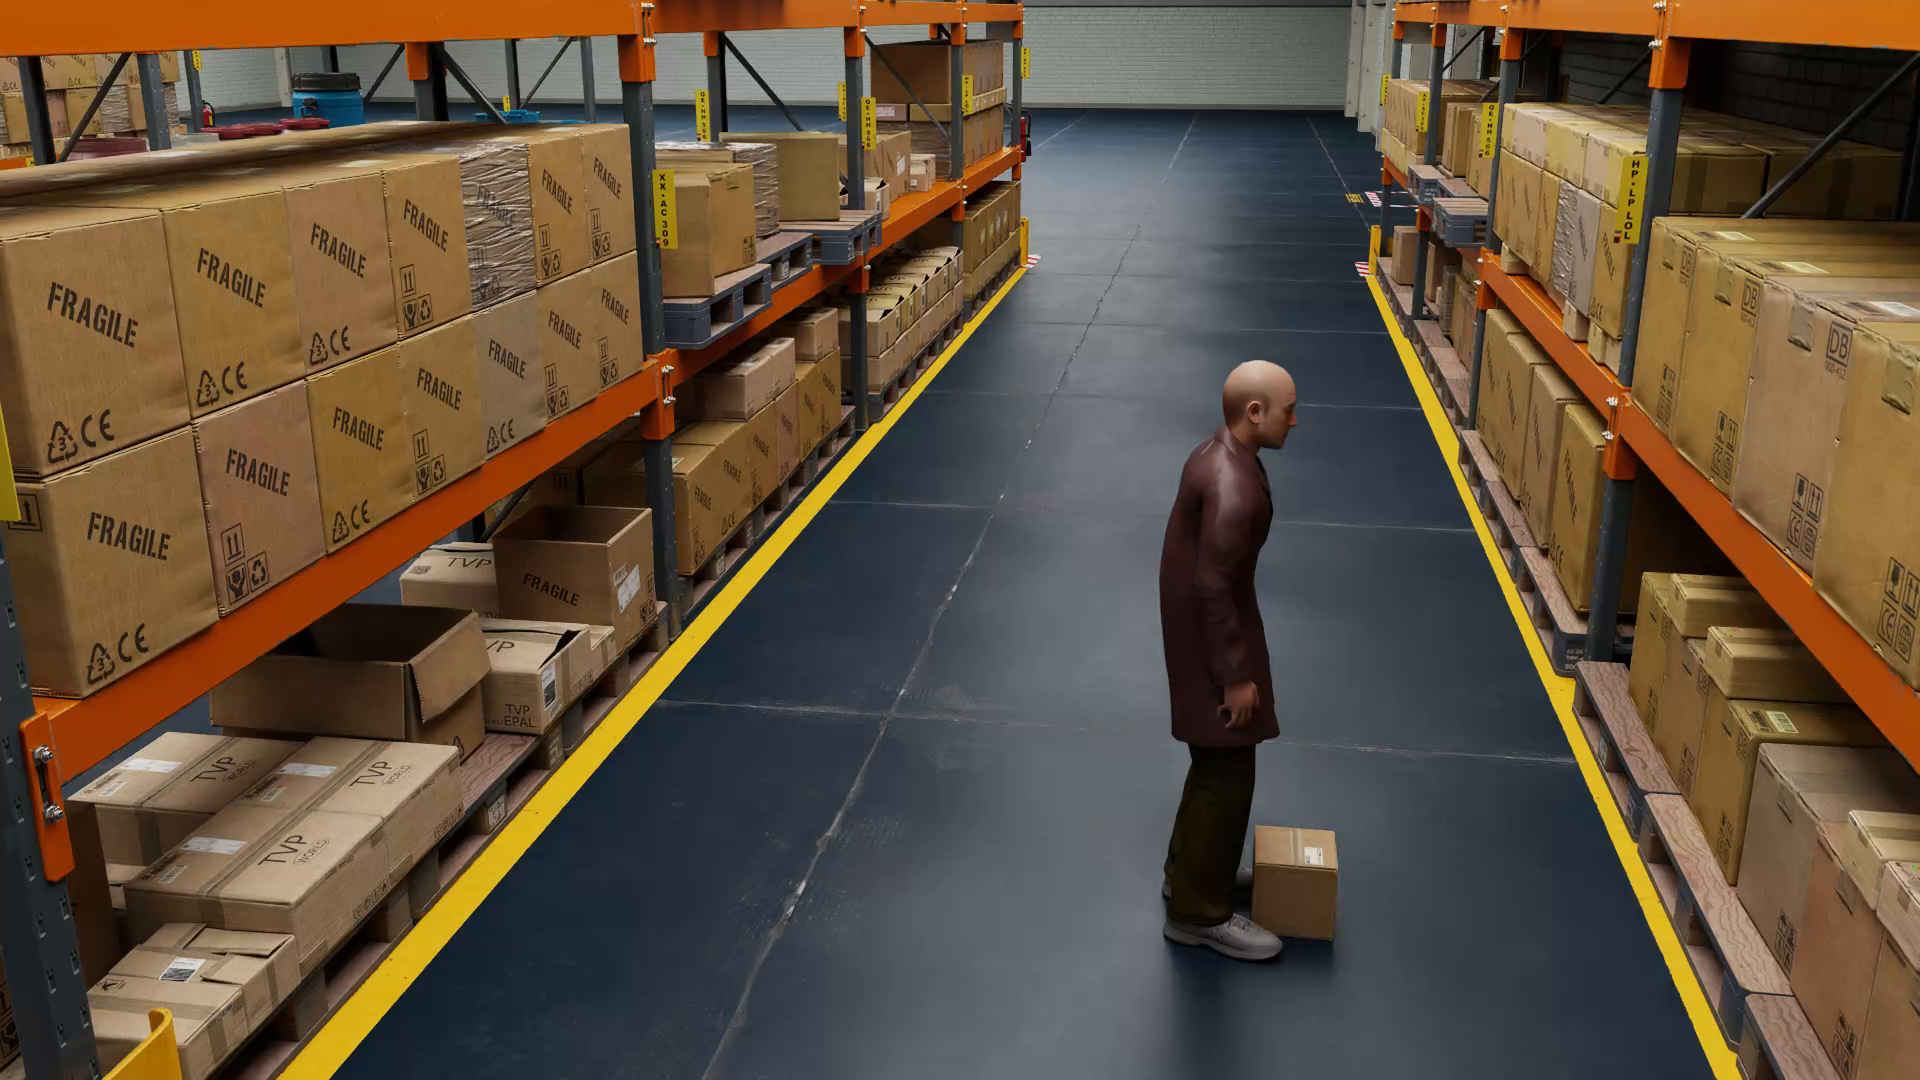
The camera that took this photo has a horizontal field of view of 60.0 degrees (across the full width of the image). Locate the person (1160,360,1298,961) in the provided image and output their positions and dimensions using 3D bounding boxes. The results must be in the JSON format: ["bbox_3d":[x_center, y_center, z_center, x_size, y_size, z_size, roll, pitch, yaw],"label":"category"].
[{"bbox_3d":[0.804,0.337,5.015,0.419,1.774,0.646,3,18,8],"label":"person"}]
